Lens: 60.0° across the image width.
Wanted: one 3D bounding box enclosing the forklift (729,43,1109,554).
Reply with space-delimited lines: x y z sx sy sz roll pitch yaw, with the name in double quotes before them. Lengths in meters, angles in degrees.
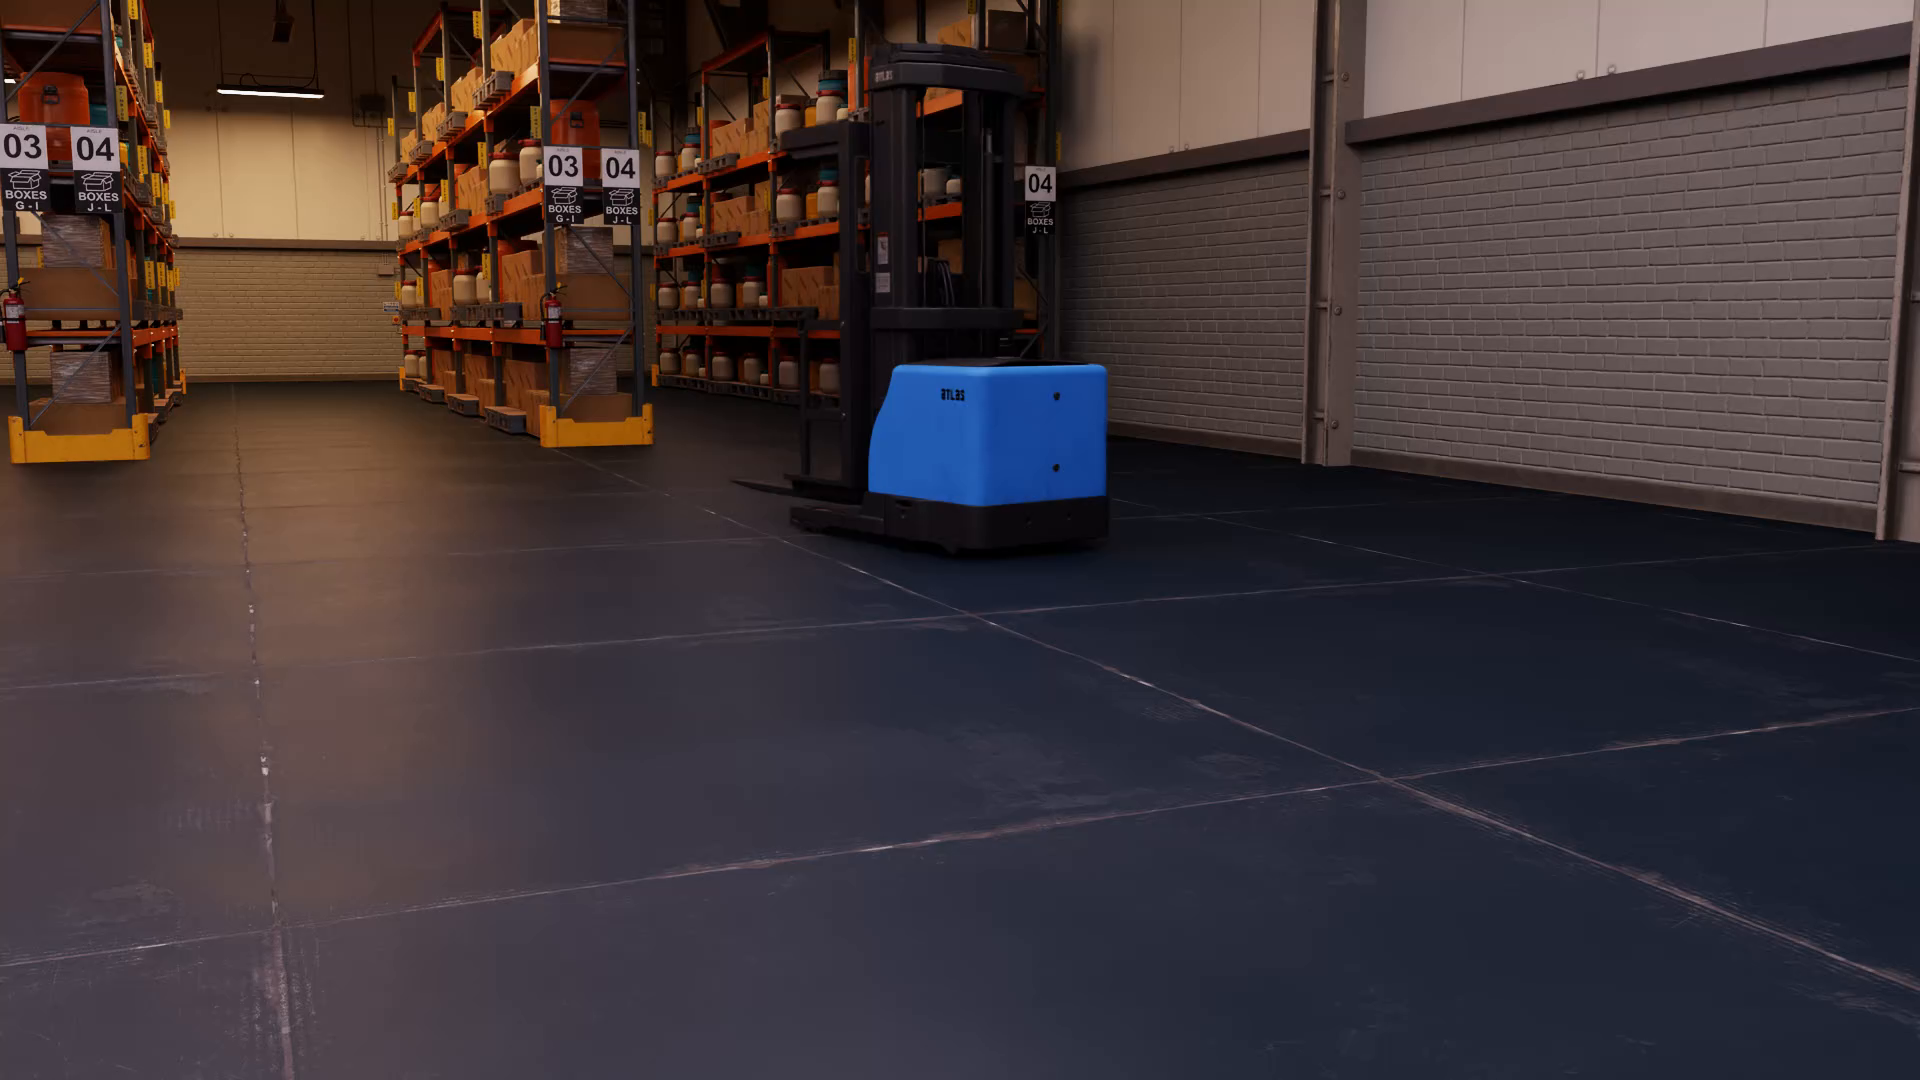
"forklift" -0.425 -1.523 10.492 1.130 2.935 3.031 -6 9 -38
